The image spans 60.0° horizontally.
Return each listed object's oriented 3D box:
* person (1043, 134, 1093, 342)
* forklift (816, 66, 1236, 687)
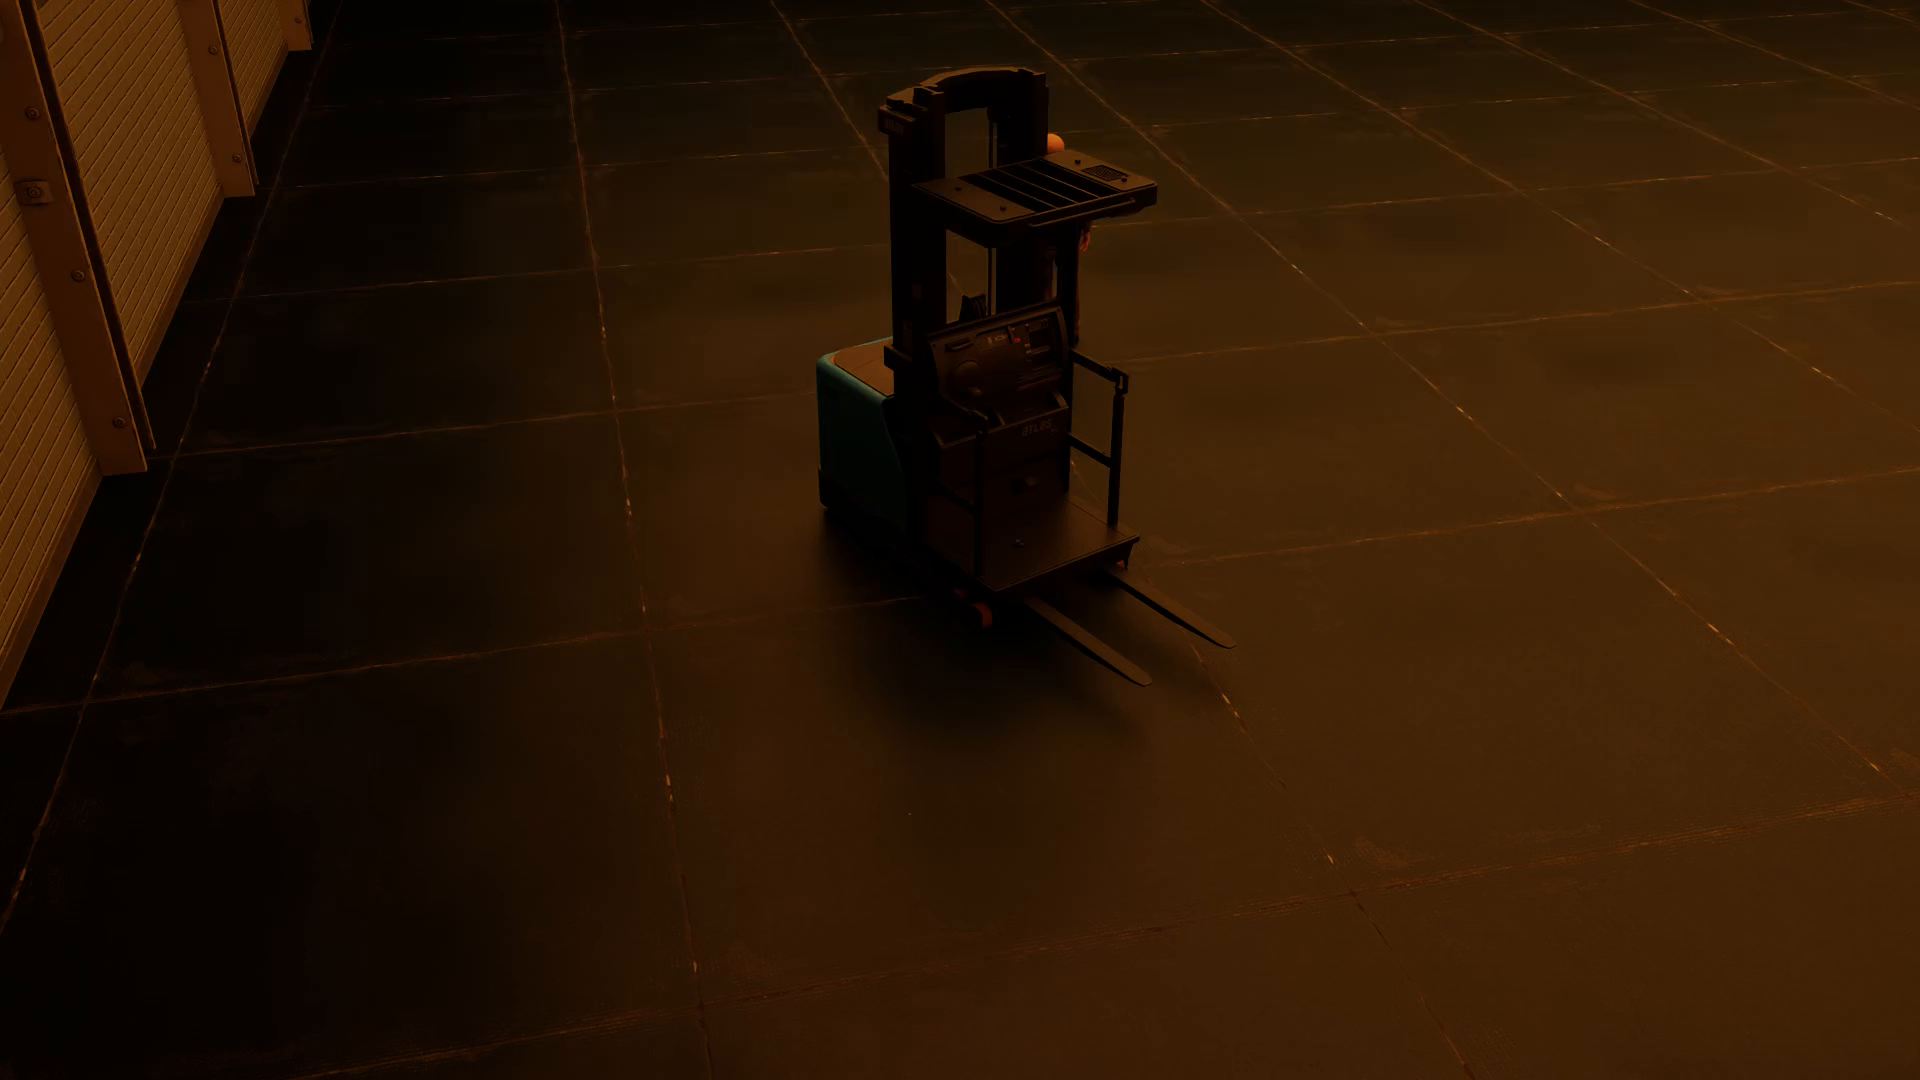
[{"bbox_3d":[0.692,-2.288,12.720,0.632,1.720,0.568,-6,31,-11],"label":"person"},{"bbox_3d":[0.355,-1.021,9.338,1.130,2.935,3.031,-20,35,-30],"label":"forklift"}]
